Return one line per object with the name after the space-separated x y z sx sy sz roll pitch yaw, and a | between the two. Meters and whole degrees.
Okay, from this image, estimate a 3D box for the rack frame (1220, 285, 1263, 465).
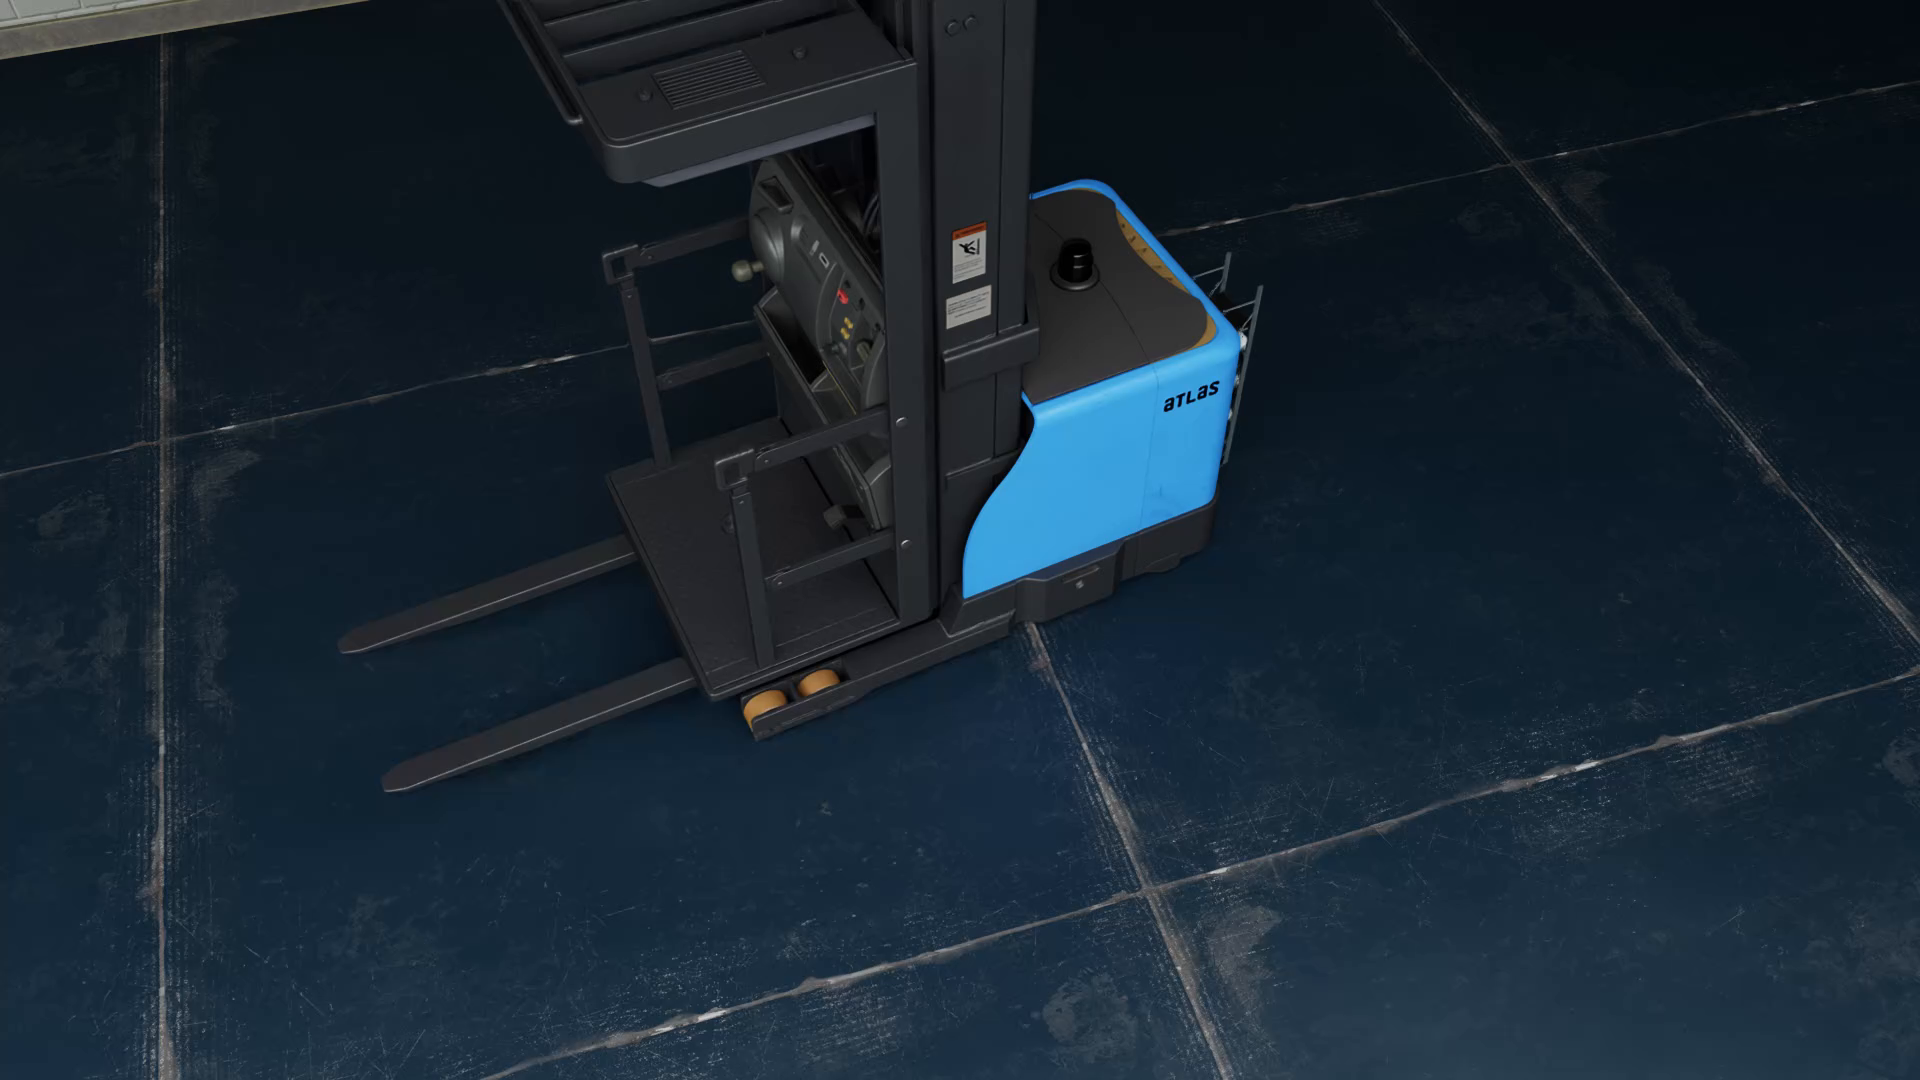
0.946 -0.558 6.128 0.240 0.900 0.006 -20 53 -18 | rack frame

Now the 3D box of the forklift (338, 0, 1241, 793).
-0.618 -0.740 4.957 3.031 2.935 1.130 -21 53 -17 | forklift

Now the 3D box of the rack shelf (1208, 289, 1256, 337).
0.905 -0.782 6.007 0.258 0.077 0.200 -20 53 -18 | rack shelf

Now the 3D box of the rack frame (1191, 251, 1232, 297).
0.854 -0.697 6.245 0.240 0.900 0.006 -20 53 -18 | rack frame

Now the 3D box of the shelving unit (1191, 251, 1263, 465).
0.900 -0.627 6.187 0.258 0.900 0.210 -20 53 -18 | shelving unit

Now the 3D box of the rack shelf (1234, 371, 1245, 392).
0.900 -0.606 6.212 0.258 0.077 0.200 -20 53 -18 | rack shelf

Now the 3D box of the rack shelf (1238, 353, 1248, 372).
0.901 -0.664 6.144 0.258 0.077 0.200 -20 53 -18 | rack shelf

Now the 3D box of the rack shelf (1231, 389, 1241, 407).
0.898 -0.547 6.280 0.258 0.077 0.200 -20 53 -18 | rack shelf

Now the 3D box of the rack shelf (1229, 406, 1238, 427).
0.896 -0.489 6.349 0.258 0.077 0.200 -20 53 -18 | rack shelf

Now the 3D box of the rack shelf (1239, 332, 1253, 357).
0.903 -0.723 6.075 0.258 0.077 0.200 -20 53 -18 | rack shelf
